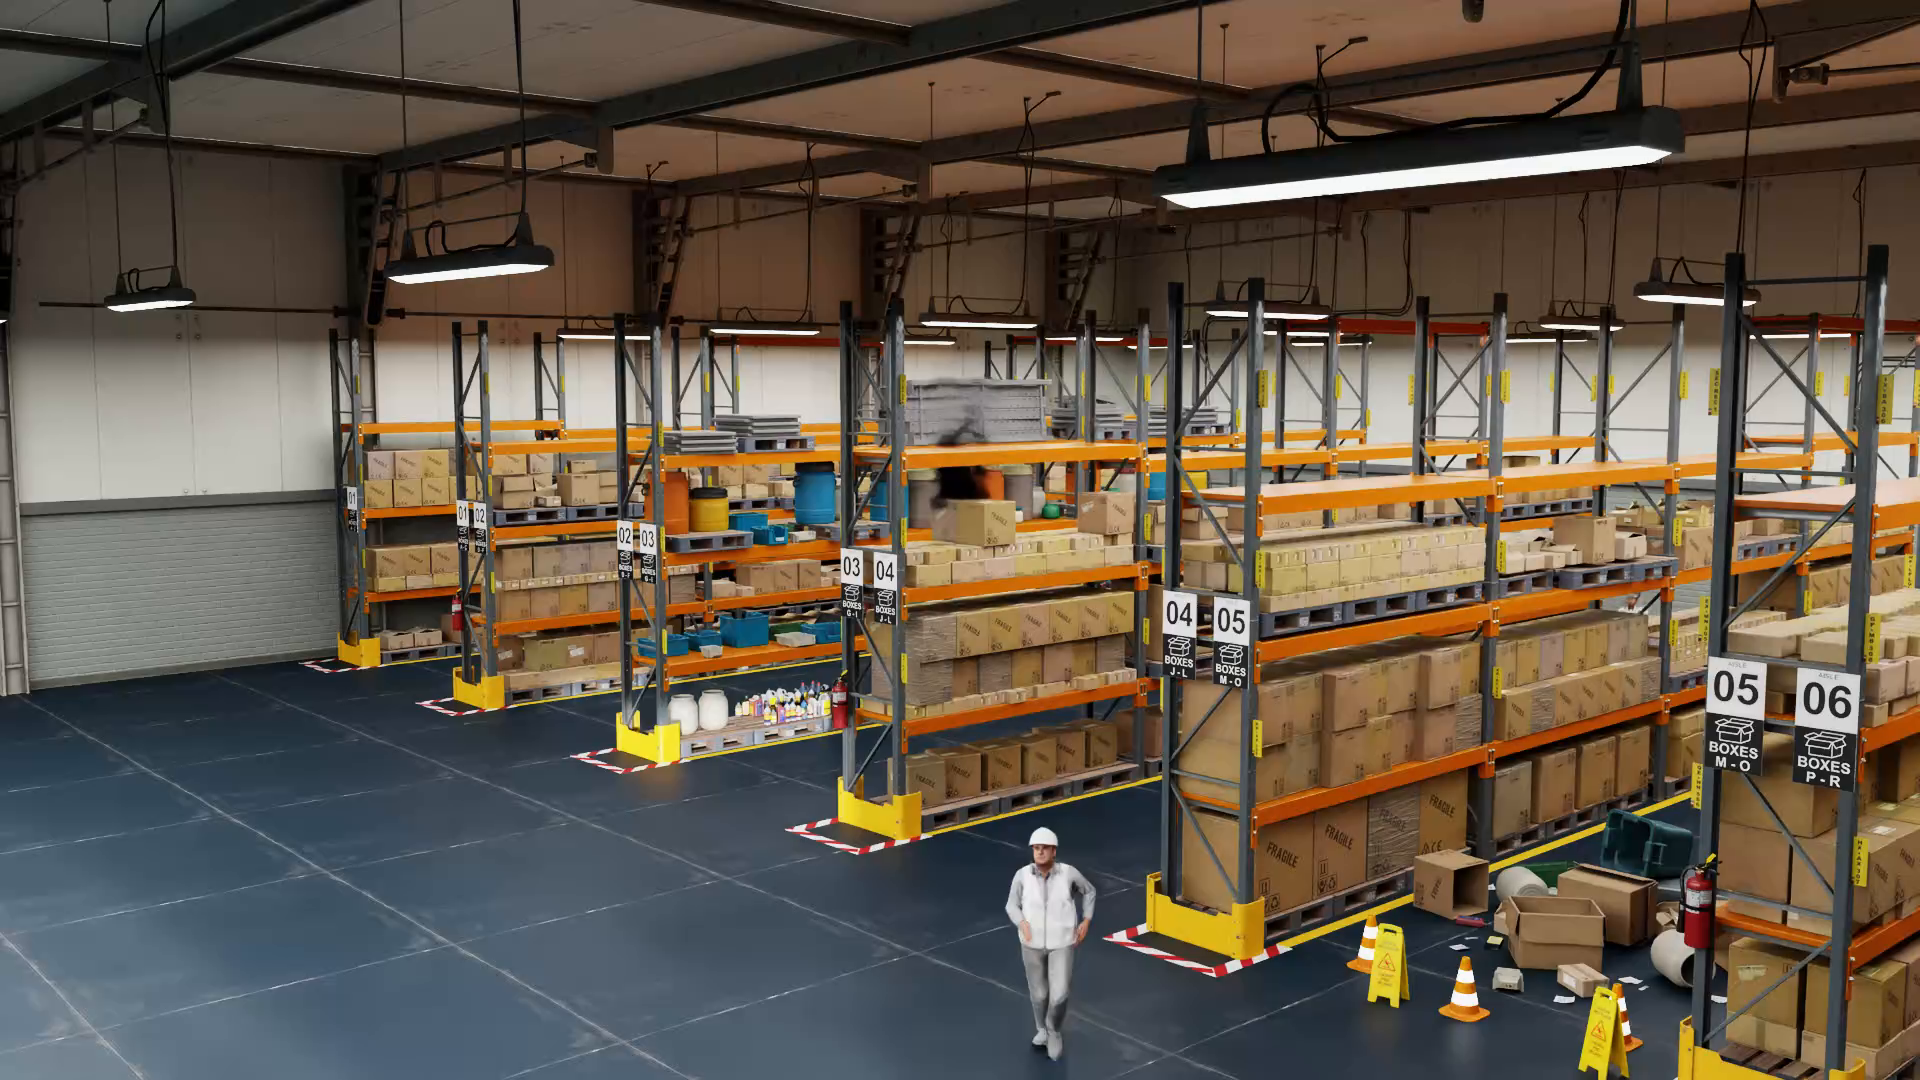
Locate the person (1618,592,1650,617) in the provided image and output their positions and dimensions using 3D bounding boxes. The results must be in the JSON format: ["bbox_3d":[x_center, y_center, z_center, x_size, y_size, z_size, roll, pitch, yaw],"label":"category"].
[{"bbox_3d":[11.014,1.645,27.274,0.621,1.669,0.792,4,7,35],"label":"person"}]

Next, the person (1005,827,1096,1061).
[{"bbox_3d":[0.673,3.059,12.613,0.668,1.755,0.672,1,6,11],"label":"person"}]
